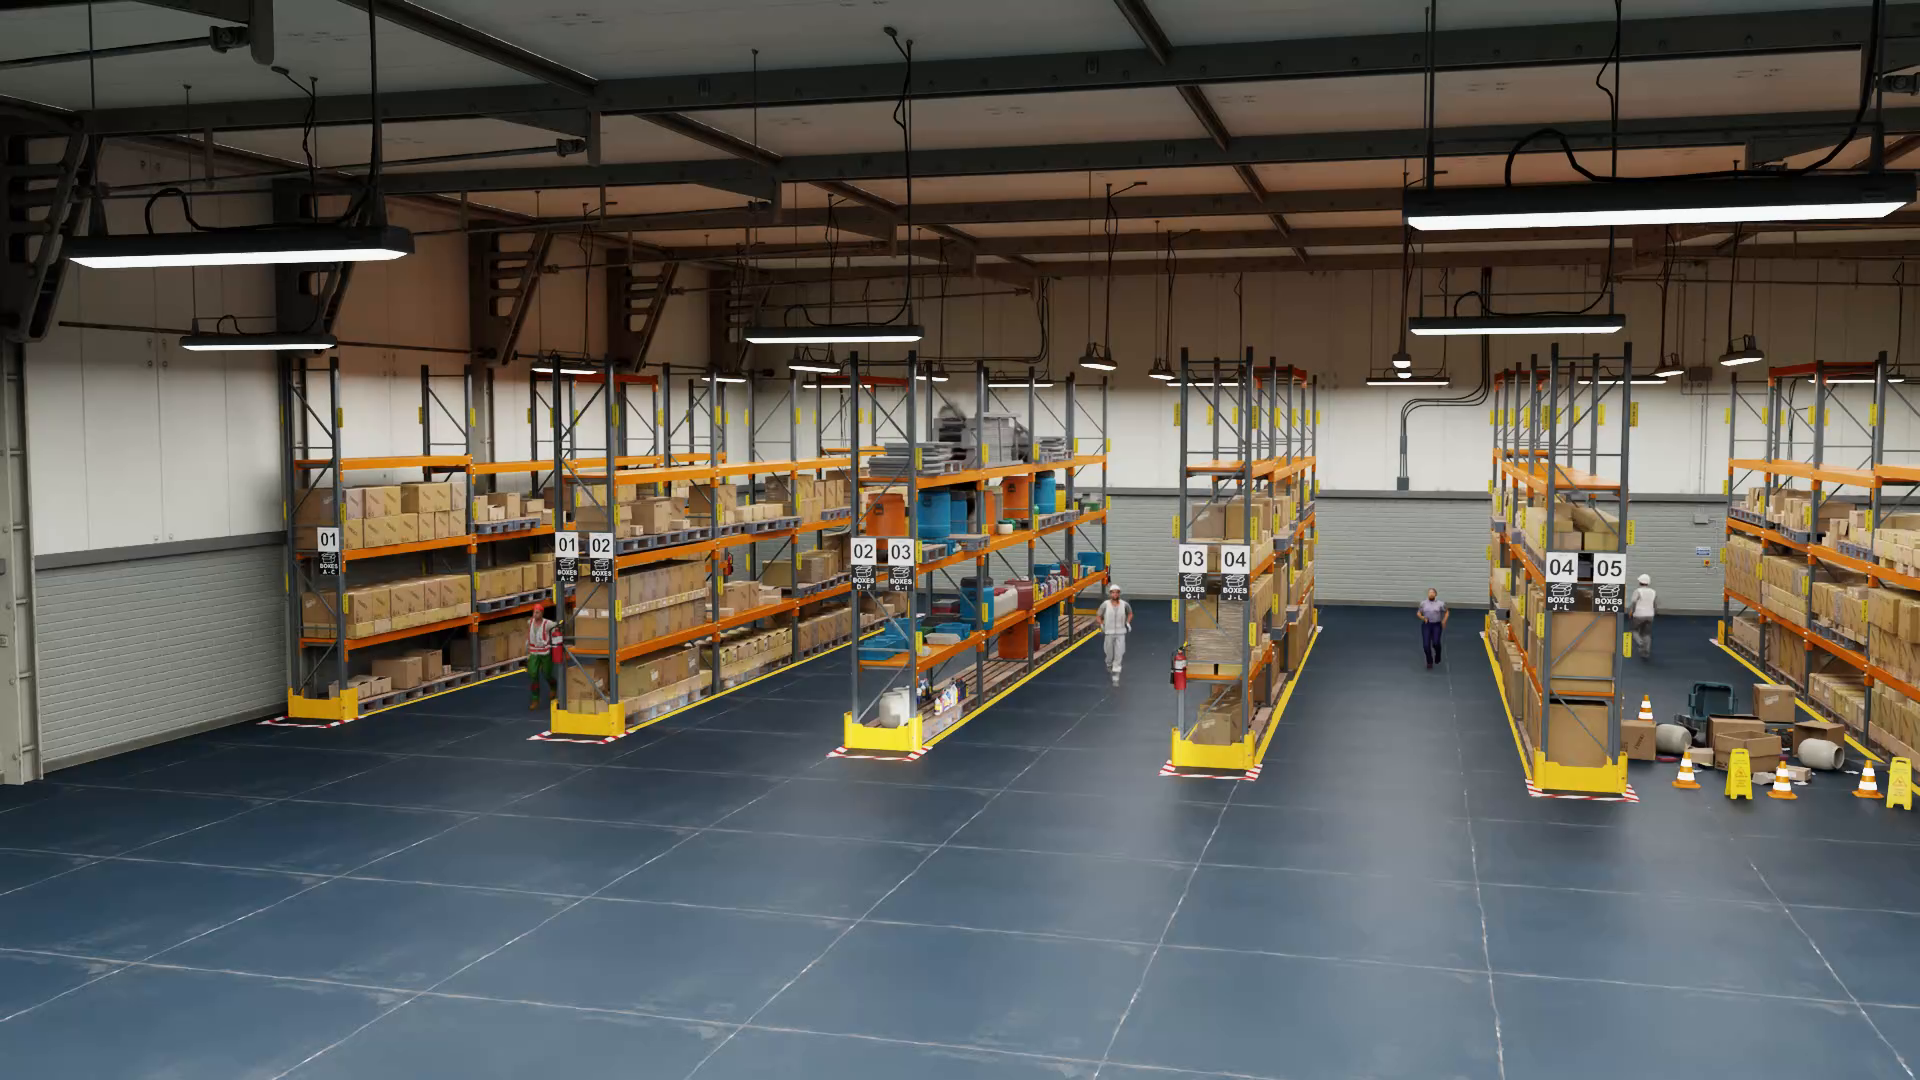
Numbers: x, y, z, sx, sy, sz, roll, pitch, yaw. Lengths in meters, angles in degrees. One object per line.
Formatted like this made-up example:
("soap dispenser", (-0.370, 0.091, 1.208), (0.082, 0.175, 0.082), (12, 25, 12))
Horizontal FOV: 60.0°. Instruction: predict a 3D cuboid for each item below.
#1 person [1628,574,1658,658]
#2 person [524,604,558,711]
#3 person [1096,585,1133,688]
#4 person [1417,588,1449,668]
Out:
("person", (14.276, 1.578, 34.832), (0.640, 1.726, 0.662), (0, 4, -2))
("person", (-7.254, 1.991, 28.843), (0.688, 1.795, 1.043), (1, 4, 10))
("person", (2.738, 1.678, 29.351), (0.658, 1.786, 0.863), (0, 4, 0))
("person", (9.434, 1.764, 33.239), (0.600, 1.608, 0.530), (2, 5, 22))
